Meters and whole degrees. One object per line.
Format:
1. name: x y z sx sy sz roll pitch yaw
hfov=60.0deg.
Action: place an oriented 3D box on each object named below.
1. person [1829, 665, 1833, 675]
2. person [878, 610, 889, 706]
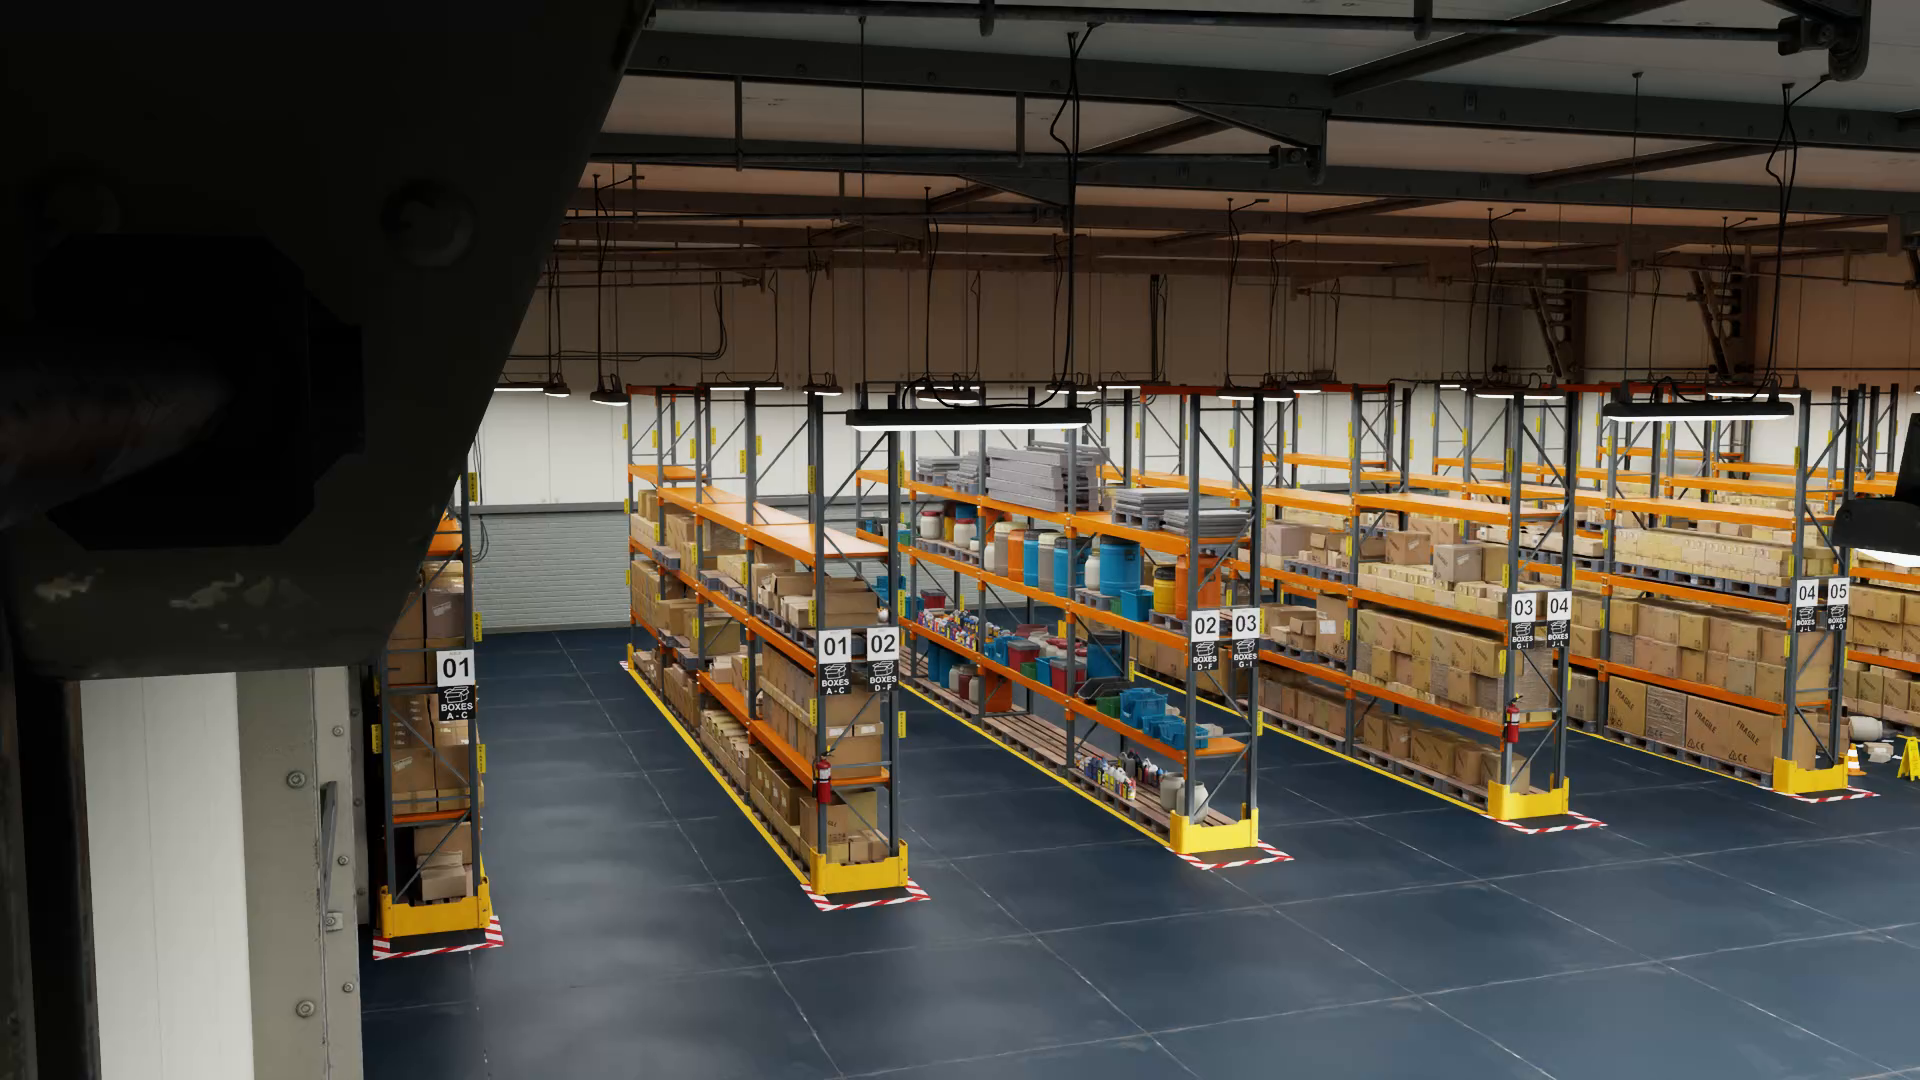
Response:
1. person: 17.850 1.923 34.211 0.646 1.797 0.692 -3 7 -29
2. person: -1.419 2.150 30.361 0.536 1.786 0.531 3 6 25
